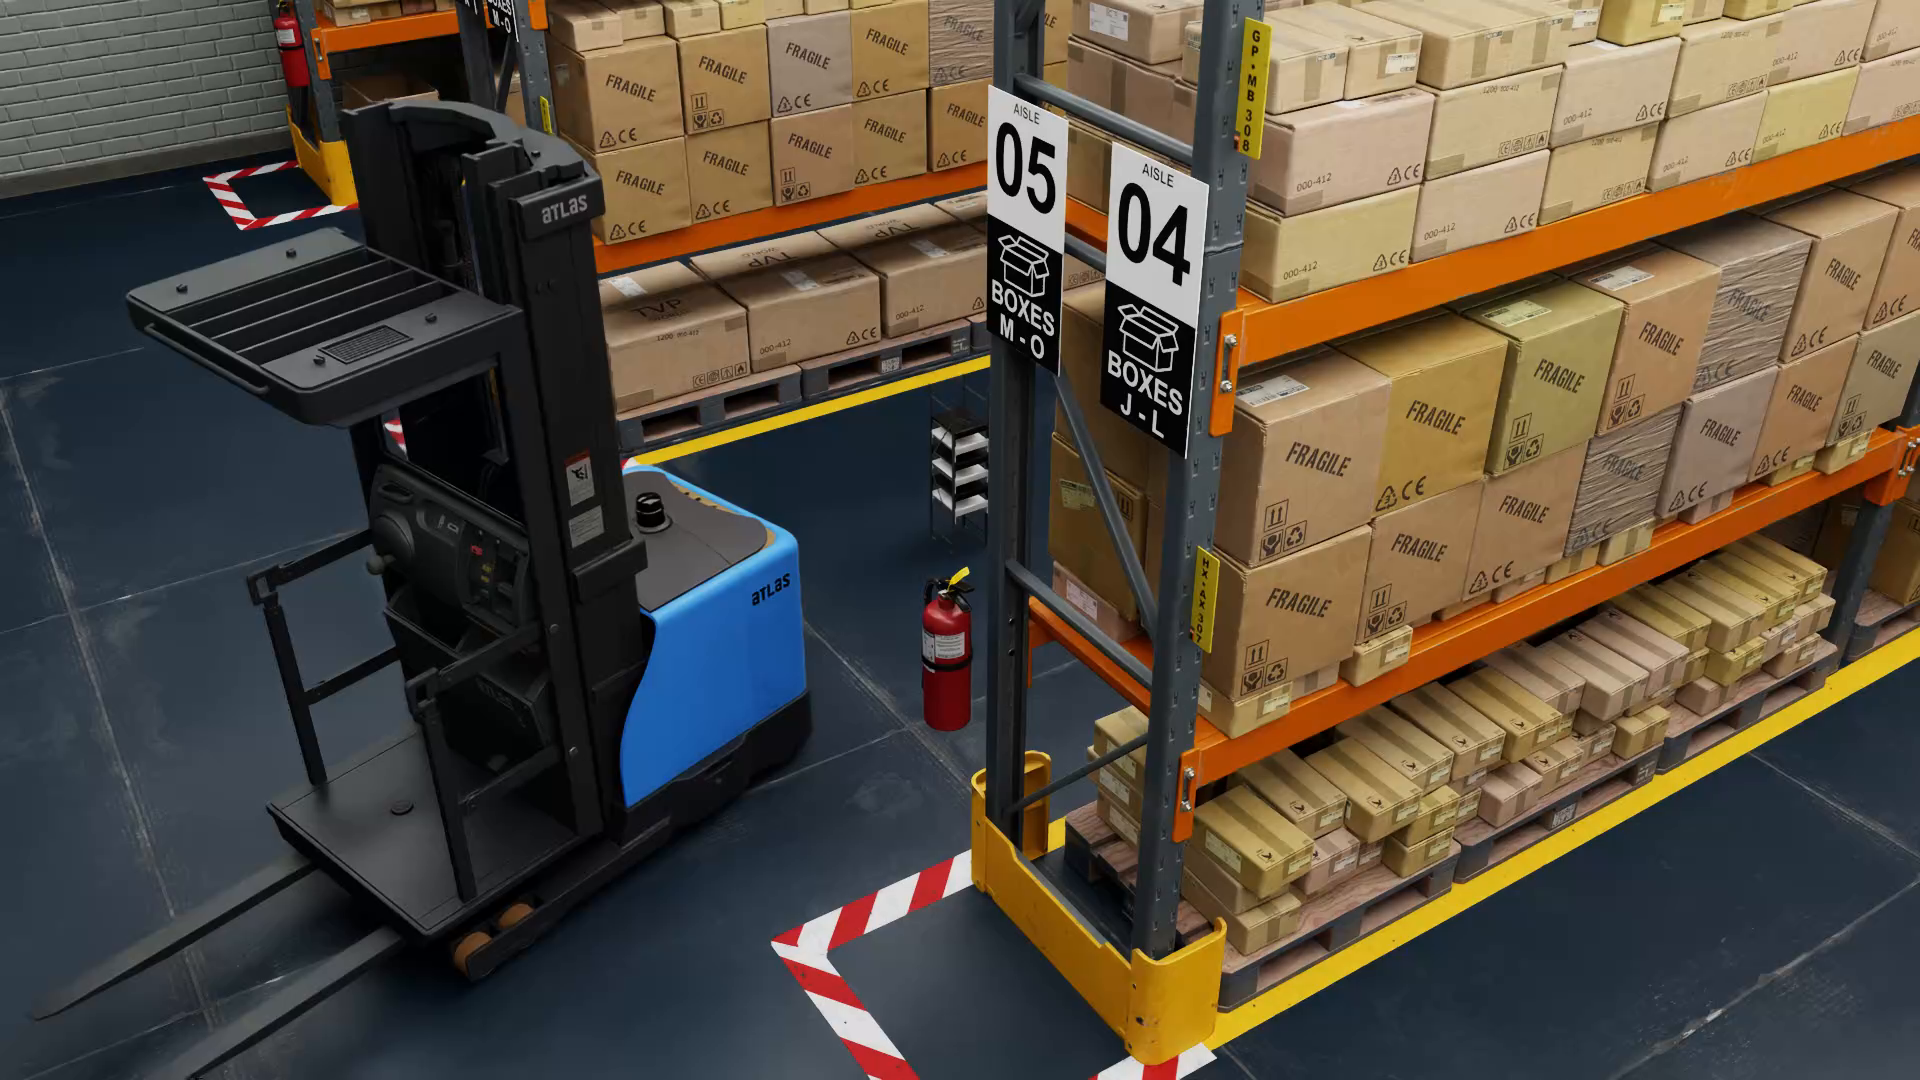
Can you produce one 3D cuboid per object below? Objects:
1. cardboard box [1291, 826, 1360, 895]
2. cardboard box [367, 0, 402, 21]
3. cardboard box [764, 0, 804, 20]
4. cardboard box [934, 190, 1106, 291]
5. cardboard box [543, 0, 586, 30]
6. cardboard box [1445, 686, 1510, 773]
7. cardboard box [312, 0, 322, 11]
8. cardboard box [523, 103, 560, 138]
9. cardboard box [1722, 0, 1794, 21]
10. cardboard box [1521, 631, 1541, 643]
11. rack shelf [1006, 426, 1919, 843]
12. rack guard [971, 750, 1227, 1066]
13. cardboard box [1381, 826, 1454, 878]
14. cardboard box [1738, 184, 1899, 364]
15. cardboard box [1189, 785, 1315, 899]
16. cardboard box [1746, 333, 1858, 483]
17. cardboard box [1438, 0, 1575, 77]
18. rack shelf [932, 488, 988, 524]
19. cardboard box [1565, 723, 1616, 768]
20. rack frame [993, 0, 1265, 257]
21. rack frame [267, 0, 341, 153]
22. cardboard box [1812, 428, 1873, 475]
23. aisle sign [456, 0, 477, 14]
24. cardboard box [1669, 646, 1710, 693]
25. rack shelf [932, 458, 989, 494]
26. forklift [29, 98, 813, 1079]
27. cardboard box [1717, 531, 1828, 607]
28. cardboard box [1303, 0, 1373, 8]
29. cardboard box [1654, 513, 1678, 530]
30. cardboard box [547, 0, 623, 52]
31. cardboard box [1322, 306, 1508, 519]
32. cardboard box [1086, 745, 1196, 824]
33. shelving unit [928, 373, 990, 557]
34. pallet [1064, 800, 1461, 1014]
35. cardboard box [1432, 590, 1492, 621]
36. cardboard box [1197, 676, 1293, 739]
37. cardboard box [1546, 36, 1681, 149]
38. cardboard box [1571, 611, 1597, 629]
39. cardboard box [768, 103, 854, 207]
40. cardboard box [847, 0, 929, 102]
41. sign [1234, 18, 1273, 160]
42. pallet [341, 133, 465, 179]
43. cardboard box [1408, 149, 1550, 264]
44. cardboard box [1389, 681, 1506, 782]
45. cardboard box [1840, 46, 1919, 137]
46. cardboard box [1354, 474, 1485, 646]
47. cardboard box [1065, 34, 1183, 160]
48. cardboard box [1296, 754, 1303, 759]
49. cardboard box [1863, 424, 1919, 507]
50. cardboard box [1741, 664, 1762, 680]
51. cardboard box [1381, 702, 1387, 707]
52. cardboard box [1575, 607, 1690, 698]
[{"bbox_3d":[1.256,1.110,6.178,0.250,0.149,0.380,-19,37,-27],"label":"cardboard box"},{"bbox_3d":[-4.430,-4.077,12.637,0.250,0.149,0.380,-18,36,-26],"label":"cardboard box"},{"bbox_3d":[-1.037,-2.926,8.937,0.250,0.149,0.380,-19,37,-27],"label":"cardboard box"},{"bbox_3d":[0.425,-2.009,11.132,0.875,0.438,0.875,-20,37,-28],"label":"cardboard box"},{"bbox_3d":[-2.158,-2.825,8.779,0.250,0.149,0.380,-18,37,-27],"label":"cardboard box"},{"bbox_3d":[2.065,0.758,6.736,0.250,0.149,0.380,-17,36,-25],"label":"cardboard box"},{"bbox_3d":[-4.910,-4.227,12.875,0.250,0.149,0.380,-19,37,-28],"label":"cardboard box"},{"bbox_3d":[-2.089,-2.193,9.321,0.500,0.500,0.500,-19,37,-27],"label":"cardboard box"},{"bbox_3d":[2.388,-1.763,5.219,0.250,0.149,0.380,-20,37,-28],"label":"cardboard box"},{"bbox_3d":[2.277,0.312,7.165,0.250,0.149,0.380,-21,38,-29],"label":"cardboard box"},{"bbox_3d":[2.097,0.024,6.574,4.000,0.370,1.077,-19,37,-27],"label":"rack shelf"},{"bbox_3d":[0.480,1.333,6.168,0.348,0.500,1.175,-19,37,-27],"label":"rack guard"},{"bbox_3d":[1.685,1.106,6.463,0.250,0.149,0.380,-18,37,-27],"label":"cardboard box"},{"bbox_3d":[3.098,-1.040,6.278,0.500,0.500,0.500,-20,37,-29],"label":"cardboard box"},{"bbox_3d":[1.040,1.076,5.954,0.250,0.149,0.380,-21,38,-29],"label":"cardboard box"},{"bbox_3d":[3.087,-0.610,6.533,0.500,0.500,0.500,-20,37,-29],"label":"cardboard box"},{"bbox_3d":[1.508,-1.460,4.740,0.250,0.149,0.380,-18,37,-27],"label":"cardboard box"},{"bbox_3d":[-0.007,-0.198,8.620,0.200,0.077,0.258,-19,37,-27],"label":"rack shelf"},{"bbox_3d":[2.507,0.781,6.979,0.250,0.149,0.380,-18,37,-26],"label":"cardboard box"},{"bbox_3d":[0.416,-2.239,3.865,0.127,3.000,1.000,-19,37,-27],"label":"rack frame"},{"bbox_3d":[-5.043,-4.117,12.465,0.127,3.000,1.000,-19,37,-27],"label":"rack frame"},{"bbox_3d":[3.507,-0.441,6.873,0.250,0.149,0.380,-20,37,-28],"label":"cardboard box"},{"bbox_3d":[-2.579,-3.110,8.432,0.004,0.787,0.394,-19,37,-27],"label":"aisle sign"},{"bbox_3d":[2.985,0.475,7.184,0.250,0.149,0.380,-19,37,-27],"label":"cardboard box"},{"bbox_3d":[-0.007,-0.350,8.524,0.200,0.077,0.258,-19,37,-27],"label":"rack shelf"},{"bbox_3d":[-1.984,0.081,5.875,1.130,2.935,3.031,24,40,33],"label":"forklift"},{"bbox_3d":[3.620,0.138,7.441,0.250,0.149,0.380,-18,36,-26],"label":"cardboard box"},{"bbox_3d":[1.012,-1.617,4.989,0.250,0.149,0.380,-20,37,-29],"label":"cardboard box"},{"bbox_3d":[2.565,-0.185,6.468,0.250,0.149,0.380,-20,37,-28],"label":"cardboard box"},{"bbox_3d":[-1.903,-2.610,8.438,0.250,0.149,0.380,-18,37,-26],"label":"cardboard box"},{"bbox_3d":[1.358,-0.452,5.346,0.500,0.500,0.500,-18,36,-26],"label":"cardboard box"},{"bbox_3d":[0.705,0.920,6.480,0.250,0.149,0.380,-20,37,-29],"label":"cardboard box"},{"bbox_3d":[-0.007,-0.378,8.506,0.210,0.900,0.258,-19,37,-27],"label":"shelving unit"},{"bbox_3d":[1.182,1.237,6.592,1.213,0.211,1.003,-19,37,-27],"label":"pallet"},{"bbox_3d":[1.697,0.108,6.003,0.250,0.149,0.380,-19,37,-28],"label":"cardboard box"},{"bbox_3d":[0.866,0.458,5.448,0.250,0.149,0.380,-19,37,-28],"label":"cardboard box"},{"bbox_3d":[1.795,-1.421,5.052,0.500,0.250,0.500,-19,37,-27],"label":"cardboard box"},{"bbox_3d":[2.722,0.282,7.491,0.250,0.149,0.380,-21,38,-30],"label":"cardboard box"},{"bbox_3d":[-0.945,-2.242,9.400,0.500,0.500,0.500,-19,37,-28],"label":"cardboard box"},{"bbox_3d":[-0.515,-2.818,9.375,0.500,0.500,0.500,-19,37,-27],"label":"cardboard box"},{"bbox_3d":[0.710,-1.097,4.047,0.005,0.325,0.100,-19,37,-27],"label":"sign"},{"bbox_3d":[-4.310,-3.191,13.610,1.213,0.211,1.003,-19,37,-27],"label":"pallet"},{"bbox_3d":[1.377,-1.073,4.968,0.500,0.250,0.500,-18,36,-26],"label":"cardboard box"},{"bbox_3d":[1.890,0.742,6.483,0.250,0.149,0.380,-17,36,-25],"label":"cardboard box"},{"bbox_3d":[3.086,-1.661,5.901,0.500,0.250,0.500,-19,37,-27],"label":"cardboard box"},{"bbox_3d":[1.379,-0.042,5.633,0.500,0.500,0.500,-19,37,-27],"label":"cardboard box"},{"bbox_3d":[0.665,-1.366,4.964,0.500,0.250,0.500,-20,37,-29],"label":"cardboard box"},{"bbox_3d":[1.376,0.846,6.876,0.250,0.149,0.380,-19,37,-27],"label":"cardboard box"},{"bbox_3d":[4.542,-0.391,7.804,0.500,0.250,0.500,-21,38,-29],"label":"cardboard box"},{"bbox_3d":[3.369,0.474,7.466,0.250,0.149,0.380,-18,36,-26],"label":"cardboard box"},{"bbox_3d":[1.569,0.613,6.966,0.250,0.149,0.380,-18,37,-27],"label":"cardboard box"},{"bbox_3d":[2.783,0.465,6.923,0.250,0.149,0.380,-21,38,-30],"label":"cardboard box"}]
